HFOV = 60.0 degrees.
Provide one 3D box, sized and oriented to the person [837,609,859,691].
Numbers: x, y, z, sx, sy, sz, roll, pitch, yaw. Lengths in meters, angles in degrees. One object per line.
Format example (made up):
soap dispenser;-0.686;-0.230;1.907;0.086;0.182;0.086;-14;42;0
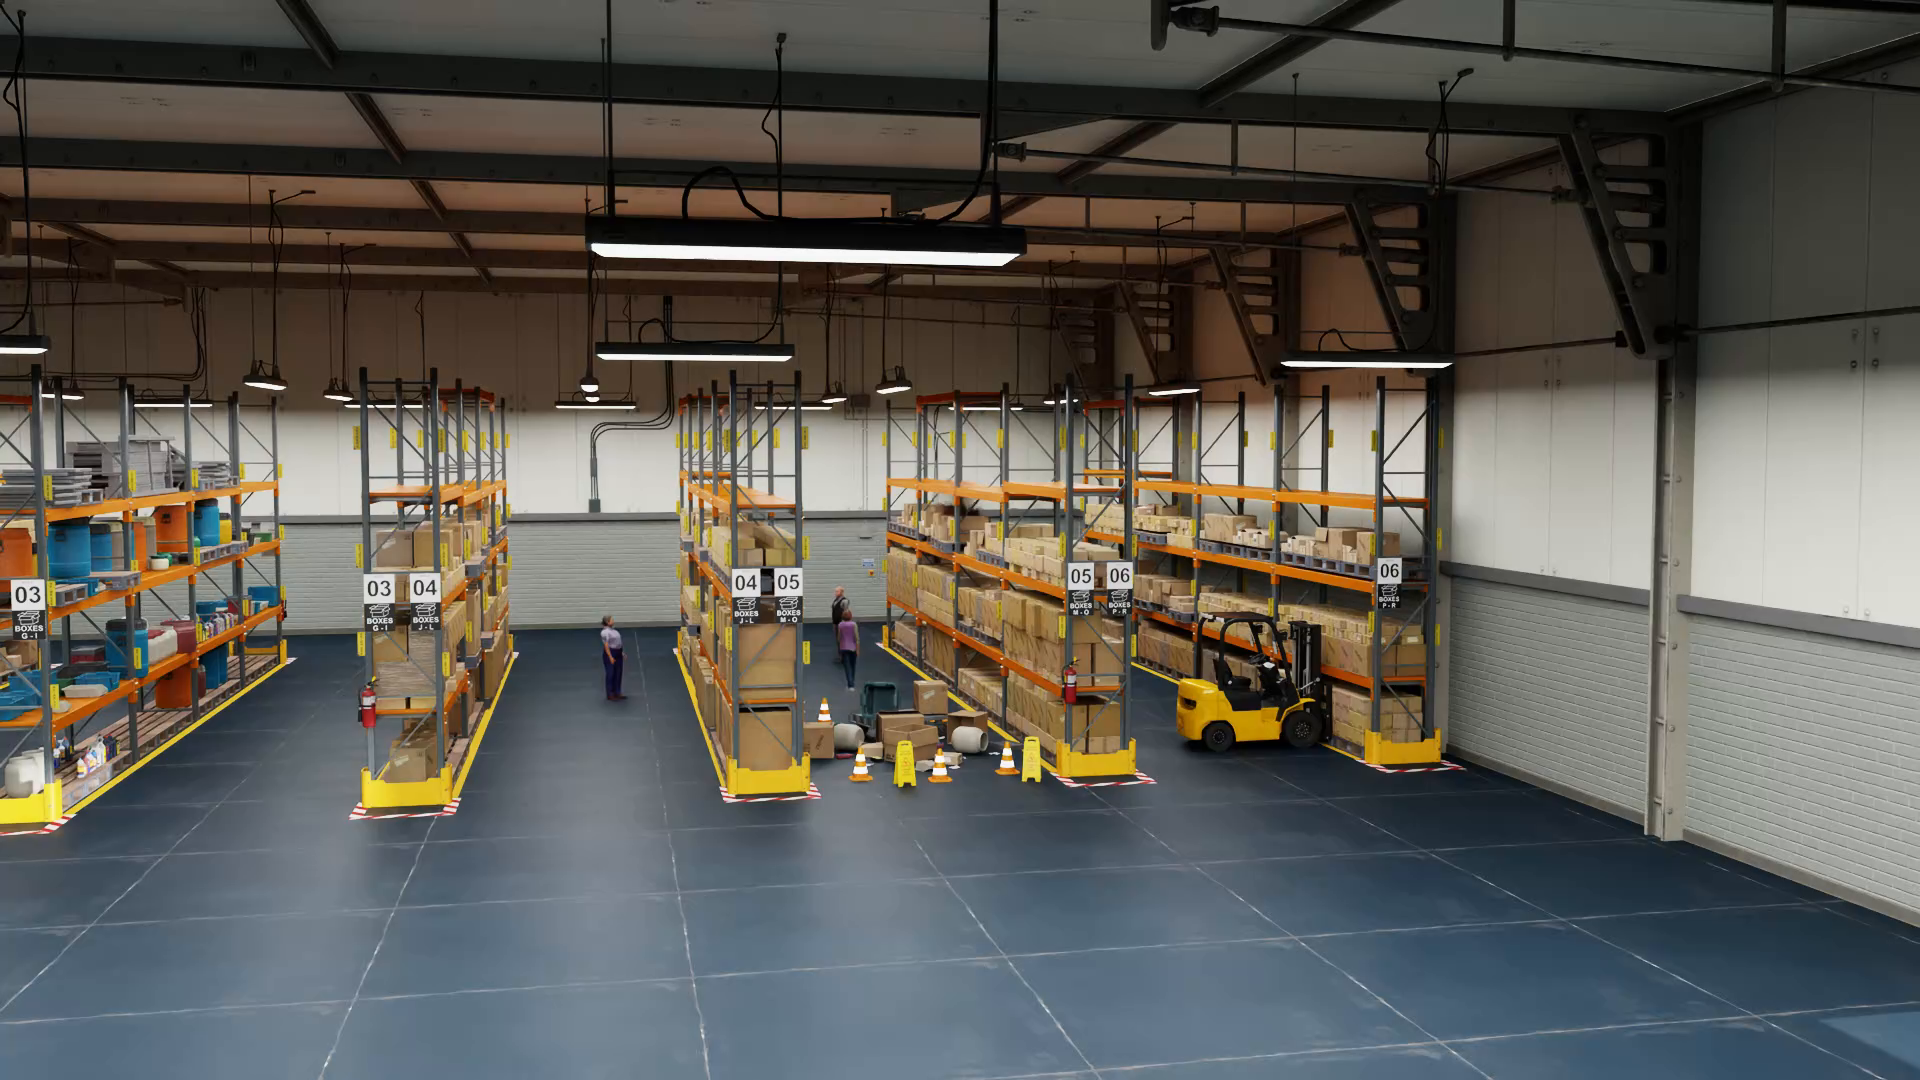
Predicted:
person;-2.127;2.076;31.468;0.383;1.552;0.890;-1;4;-16

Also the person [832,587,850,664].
person;-2.708;1.912;37.349;0.433;1.731;0.552;-2;4;-31

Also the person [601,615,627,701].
person;-6.707;2.289;32.304;0.455;1.655;0.535;2;4;24

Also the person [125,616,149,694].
person;-16.244;2.154;32.773;0.471;1.774;0.636;-2;4;-29
